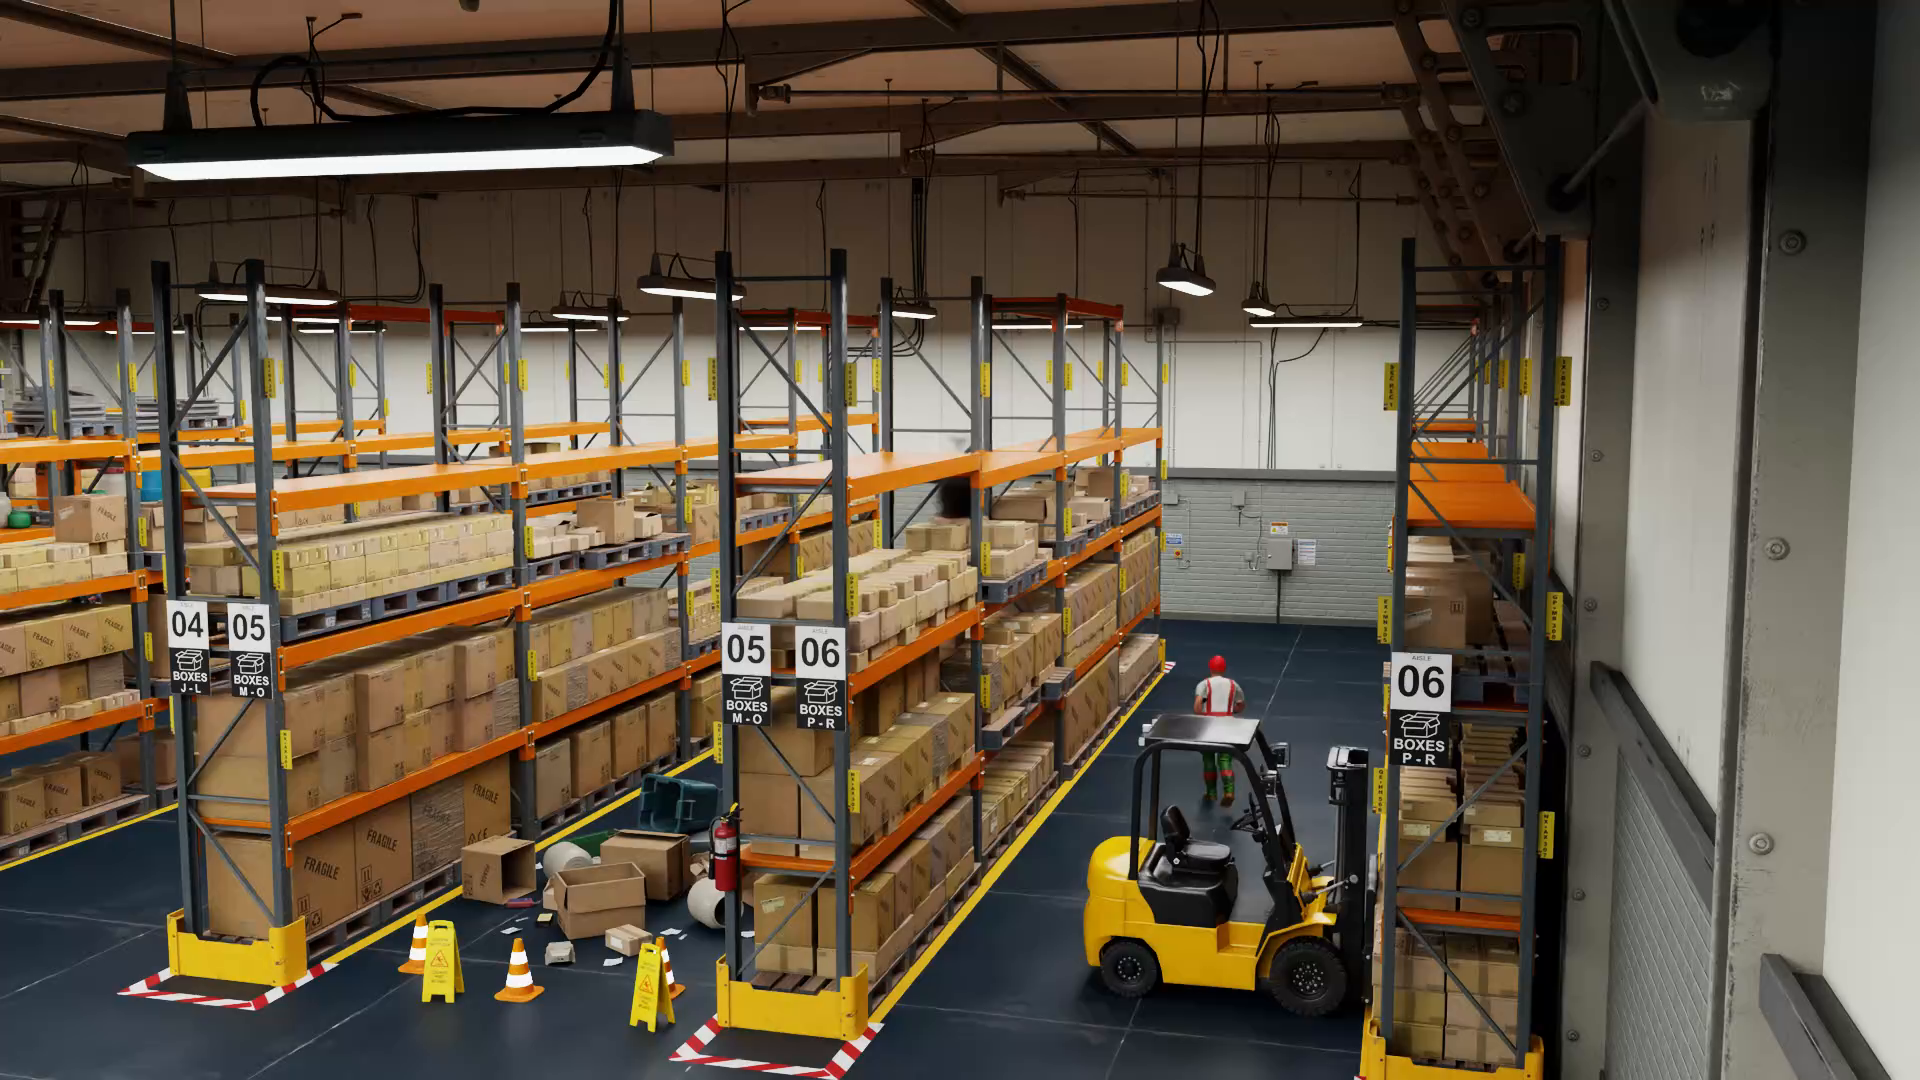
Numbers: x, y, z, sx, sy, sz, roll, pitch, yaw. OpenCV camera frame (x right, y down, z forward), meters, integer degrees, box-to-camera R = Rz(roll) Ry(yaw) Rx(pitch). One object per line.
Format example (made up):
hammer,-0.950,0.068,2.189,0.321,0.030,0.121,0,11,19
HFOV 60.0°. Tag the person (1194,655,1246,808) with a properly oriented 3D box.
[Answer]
person,3.019,2.246,19.407,0.676,1.754,0.938,0,6,-2
